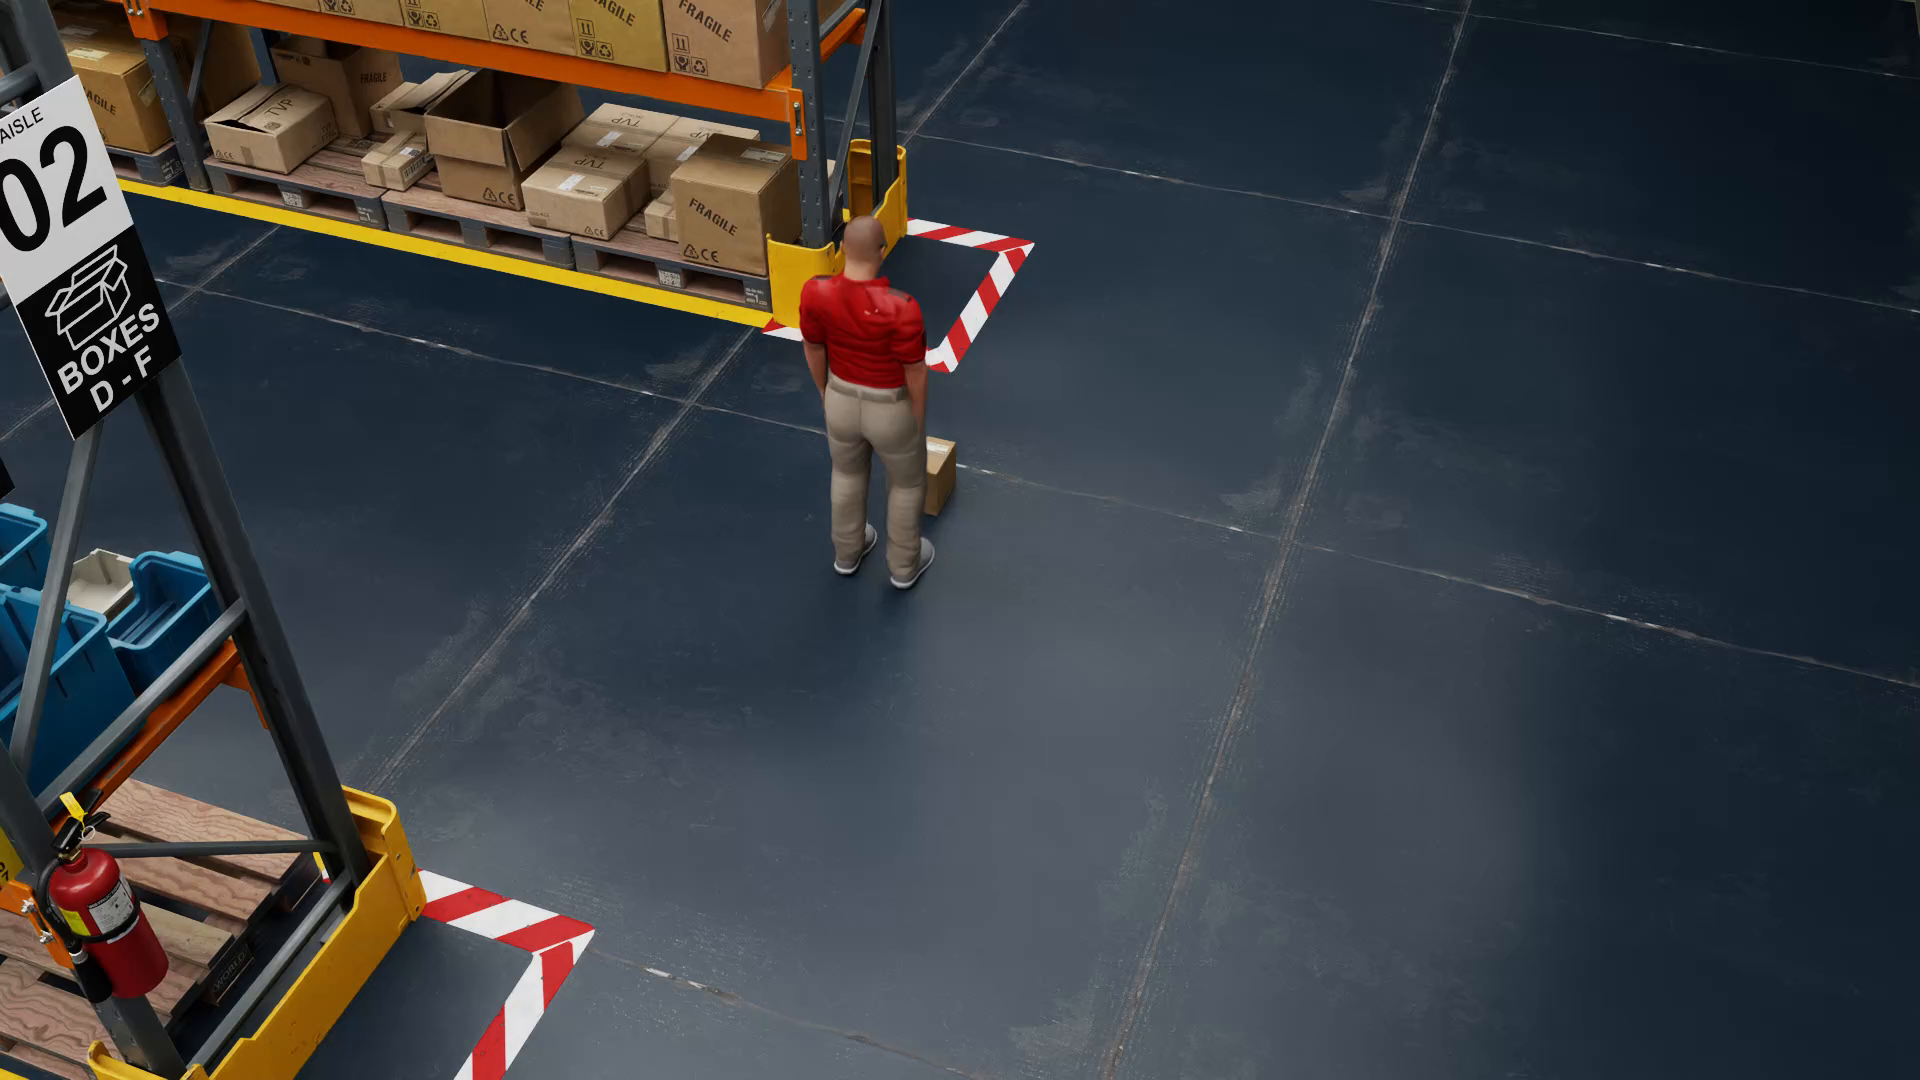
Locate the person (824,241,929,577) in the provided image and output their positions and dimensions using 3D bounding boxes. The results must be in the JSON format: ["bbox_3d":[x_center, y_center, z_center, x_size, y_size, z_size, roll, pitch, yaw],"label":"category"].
[{"bbox_3d":[-0.349,-0.545,6.813,0.434,1.549,0.356,14,43,16],"label":"person"}]
